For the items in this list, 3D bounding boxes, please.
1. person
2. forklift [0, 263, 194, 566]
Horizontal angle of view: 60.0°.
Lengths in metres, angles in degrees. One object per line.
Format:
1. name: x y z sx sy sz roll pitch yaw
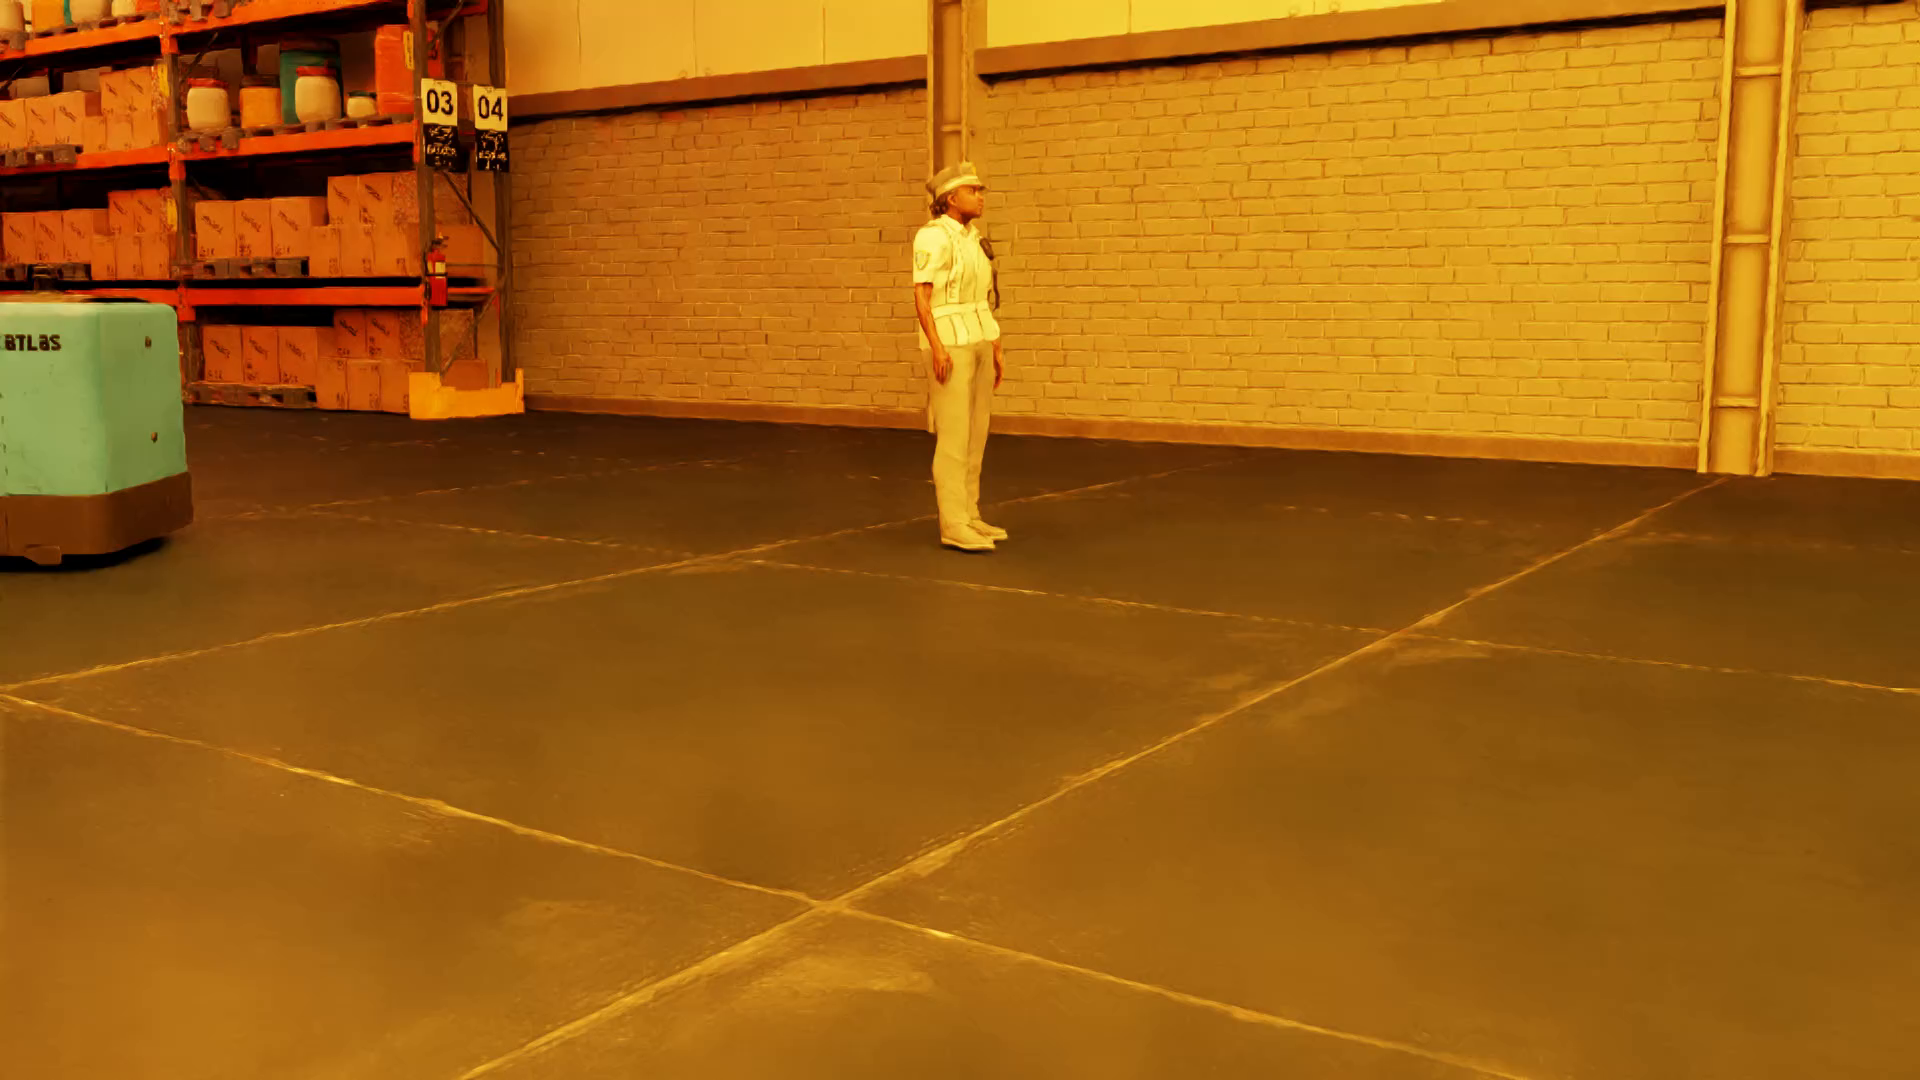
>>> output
1. person: 0.051 -0.838 7.426 0.529 1.695 0.570 5 10 34
2. forklift: -4.979 -1.374 6.853 3.031 2.935 1.130 -1 8 -6
